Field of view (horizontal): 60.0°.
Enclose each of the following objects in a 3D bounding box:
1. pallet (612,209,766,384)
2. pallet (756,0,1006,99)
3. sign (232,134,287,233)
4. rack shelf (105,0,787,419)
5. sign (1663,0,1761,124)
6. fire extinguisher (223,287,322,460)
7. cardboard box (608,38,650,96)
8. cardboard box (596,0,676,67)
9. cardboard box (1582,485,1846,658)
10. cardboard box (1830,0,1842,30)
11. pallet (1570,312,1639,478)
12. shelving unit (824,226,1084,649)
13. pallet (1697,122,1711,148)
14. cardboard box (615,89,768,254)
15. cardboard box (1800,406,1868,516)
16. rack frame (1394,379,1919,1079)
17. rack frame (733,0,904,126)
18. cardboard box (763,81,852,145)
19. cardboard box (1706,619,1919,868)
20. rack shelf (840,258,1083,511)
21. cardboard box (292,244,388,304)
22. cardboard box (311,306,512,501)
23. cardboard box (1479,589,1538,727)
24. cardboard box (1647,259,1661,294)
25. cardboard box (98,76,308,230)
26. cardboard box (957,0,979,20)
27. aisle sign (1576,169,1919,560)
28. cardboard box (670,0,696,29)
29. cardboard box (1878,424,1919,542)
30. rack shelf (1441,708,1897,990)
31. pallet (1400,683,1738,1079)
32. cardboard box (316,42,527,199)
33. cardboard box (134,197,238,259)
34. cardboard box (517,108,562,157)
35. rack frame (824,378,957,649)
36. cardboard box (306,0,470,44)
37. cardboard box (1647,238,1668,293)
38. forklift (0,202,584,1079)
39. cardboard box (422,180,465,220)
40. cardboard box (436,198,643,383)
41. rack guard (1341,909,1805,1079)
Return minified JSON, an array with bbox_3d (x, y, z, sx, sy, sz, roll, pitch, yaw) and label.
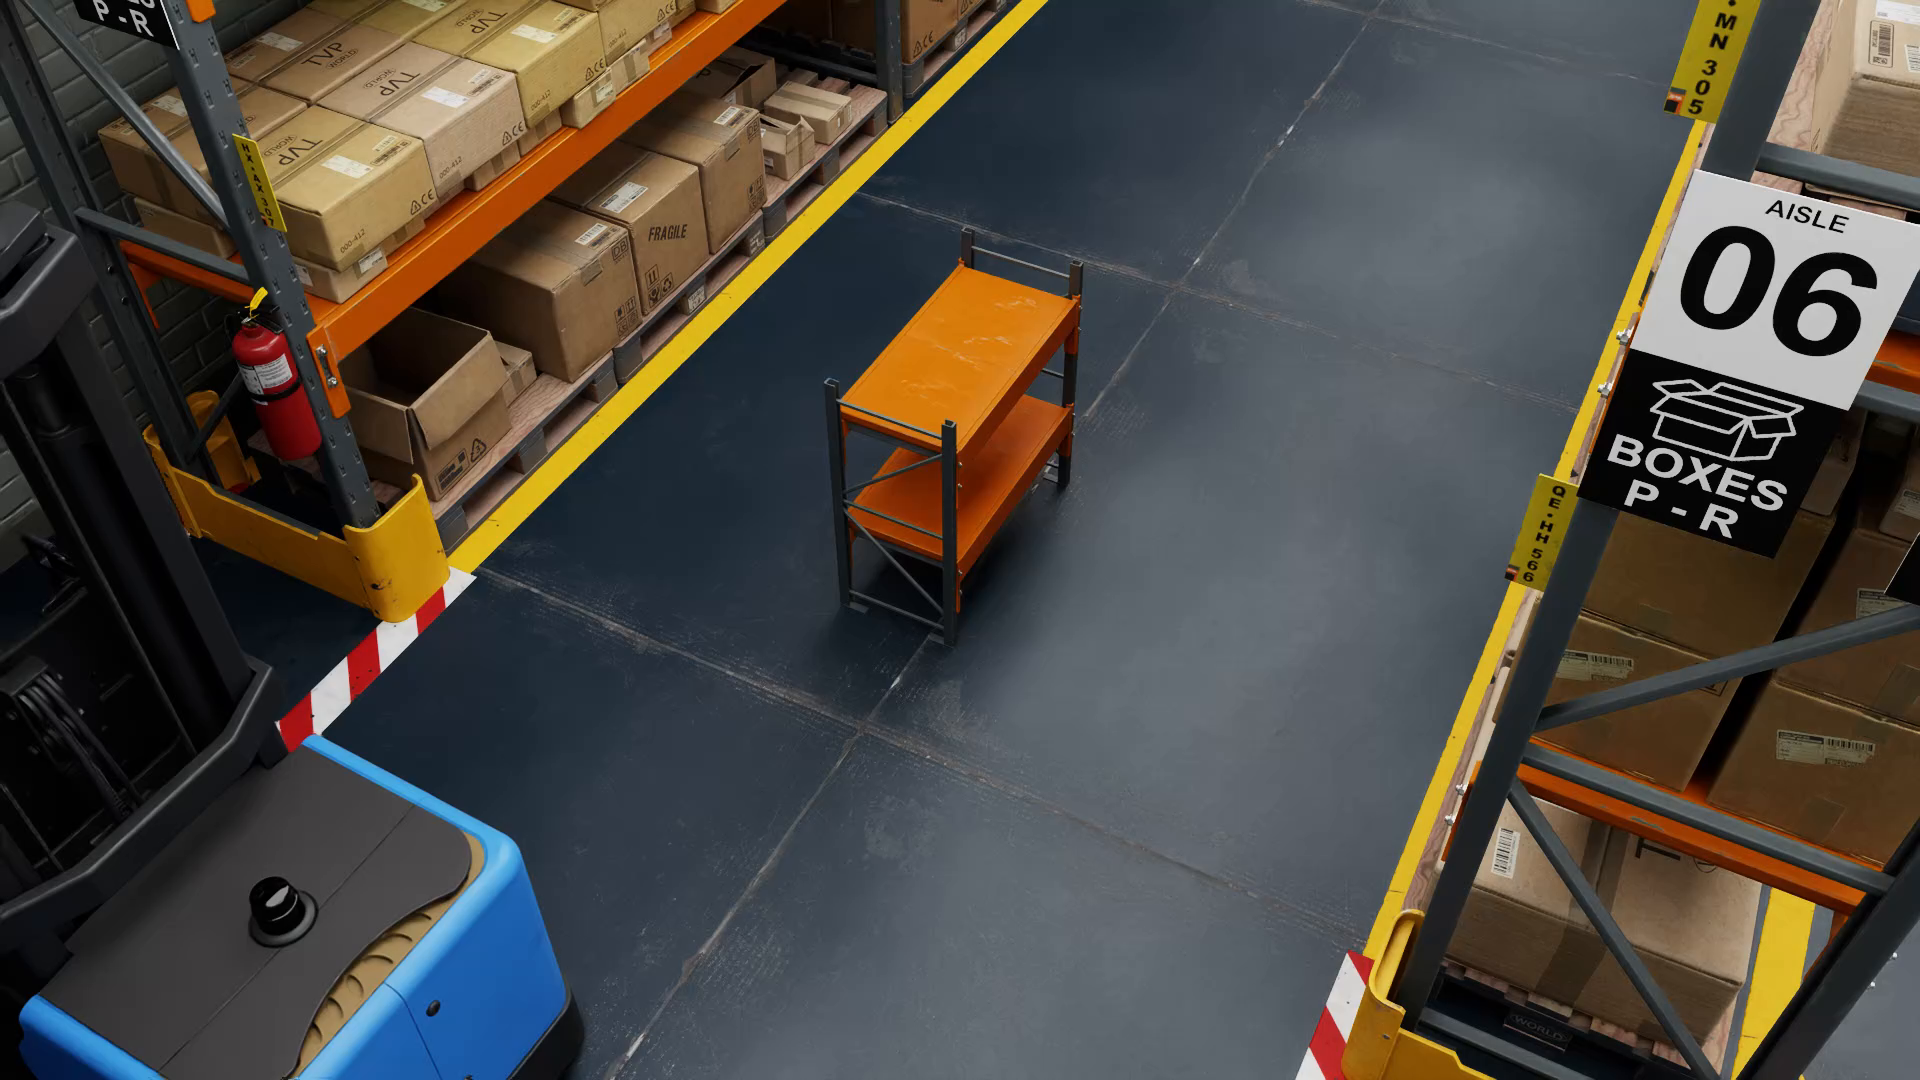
[{"bbox_3d":[-1.663,-1.305,7.892,1.003,0.211,1.213,20,49,19],"label":"pallet"},{"bbox_3d":[-0.434,-3.034,9.600,1.003,0.211,1.213,20,49,19],"label":"pallet"},{"bbox_3d":[-2.155,-1.095,5.114,0.100,0.325,0.005,20,49,19],"label":"sign"},{"bbox_3d":[-1.707,-1.976,7.100,1.077,0.370,4.000,20,49,19],"label":"rack shelf"},{"bbox_3d":[1.289,-0.859,2.814,0.100,0.325,0.005,20,49,19],"label":"sign"},{"bbox_3d":[-2.294,-0.566,5.517,0.296,0.674,0.183,20,49,19],"label":"fire extinguisher"},{"bbox_3d":[-1.493,-1.965,6.760,0.380,0.149,0.250,22,49,20],"label":"cardboard box"},{"bbox_3d":[-1.501,-2.185,6.697,0.500,0.250,0.500,19,48,18],"label":"cardboard box"},{"bbox_3d":[1.776,-0.102,3.968,0.500,0.500,0.500,22,49,20],"label":"cardboard box"},{"bbox_3d":[2.016,-1.086,3.416,0.380,0.149,0.250,17,48,16],"label":"cardboard box"},{"bbox_3d":[3.197,-0.419,7.016,1.003,0.211,1.213,20,49,19],"label":"pallet"},{"bbox_3d":[-0.003,-0.391,6.346,0.538,1.125,1.048,20,49,19],"label":"shelving unit"},{"bbox_3d":[4.476,-2.155,8.731,1.003,0.211,1.213,20,49,19],"label":"pallet"},{"bbox_3d":[-1.354,-1.772,7.855,0.700,0.500,0.500,19,48,18],"label":"cardboard box"},{"bbox_3d":[1.752,-0.240,3.649,0.380,0.149,0.250,21,49,20],"label":"cardboard box"},{"bbox_3d":[1.763,0.667,3.982,1.000,3.000,0.127,20,49,19],"label":"rack frame"},{"bbox_3d":[-0.778,-3.489,8.090,1.000,3.000,0.127,20,49,19],"label":"rack frame"},{"bbox_3d":[-0.777,-2.187,8.511,0.380,0.149,0.250,19,48,18],"label":"cardboard box"},{"bbox_3d":[2.240,0.424,4.151,0.500,0.500,0.500,20,49,19],"label":"cardboard box"},{"bbox_3d":[-0.003,-0.597,6.138,0.538,0.278,1.000,20,49,19],"label":"rack shelf"},{"bbox_3d":[-2.240,-0.998,5.804,0.380,0.149,0.250,20,49,19],"label":"cardboard box"},{"bbox_3d":[-2.267,-0.594,6.688,0.797,0.503,0.637,19,48,18],"label":"cardboard box"},{"bbox_3d":[2.398,0.392,5.760,0.875,0.438,0.875,22,49,20],"label":"cardboard box"},{"bbox_3d":[2.457,-0.727,5.290,0.500,0.500,0.500,22,49,20],"label":"cardboard box"},{"bbox_3d":[-2.657,-1.399,5.920,0.500,0.250,0.500,22,49,20],"label":"cardboard box"},{"bbox_3d":[-0.116,-3.327,9.392,0.500,0.500,0.500,20,49,19],"label":"cardboard box"},{"bbox_3d":[1.455,-0.304,3.113,0.394,0.787,0.004,20,49,19],"label":"aisle sign"},{"bbox_3d":[-1.362,-2.322,7.112,0.380,0.149,0.250,21,49,20],"label":"cardboard box"},{"bbox_3d":[2.173,-0.080,3.491,0.380,0.149,0.250,21,49,20],"label":"cardboard box"},{"bbox_3d":[2.691,-0.340,5.483,1.077,0.370,4.000,20,49,19],"label":"rack shelf"},{"bbox_3d":[2.065,1.118,5.497,1.003,0.211,1.213,20,49,19],"label":"pallet"},{"bbox_3d":[-1.952,-1.536,6.055,0.500,0.250,0.500,21,49,19],"label":"cardboard box"},{"bbox_3d":[-2.719,-1.178,5.982,0.380,0.149,0.250,20,49,19],"label":"cardboard box"},{"bbox_3d":[-1.781,-1.658,6.457,0.380,0.149,0.250,21,49,20],"label":"cardboard box"},{"bbox_3d":[-0.239,-0.071,6.029,0.500,1.125,0.032,20,49,19],"label":"rack frame"},{"bbox_3d":[-2.182,-2.033,6.547,0.500,0.250,0.500,22,49,20],"label":"cardboard box"},{"bbox_3d":[3.233,-0.740,6.878,0.875,0.438,0.875,20,49,19],"label":"cardboard box"},{"bbox_3d":[-2.698,0.323,4.370,3.031,2.935,1.130,22,49,20],"label":"forklift"},{"bbox_3d":[-2.071,-1.350,6.152,0.380,0.149,0.250,20,49,19],"label":"cardboard box"},{"bbox_3d":[-1.836,-1.118,7.208,0.700,0.500,0.500,22,49,21],"label":"cardboard box"},{"bbox_3d":[1.752,1.561,4.856,1.175,0.500,0.348,20,49,19],"label":"rack guard"}]
